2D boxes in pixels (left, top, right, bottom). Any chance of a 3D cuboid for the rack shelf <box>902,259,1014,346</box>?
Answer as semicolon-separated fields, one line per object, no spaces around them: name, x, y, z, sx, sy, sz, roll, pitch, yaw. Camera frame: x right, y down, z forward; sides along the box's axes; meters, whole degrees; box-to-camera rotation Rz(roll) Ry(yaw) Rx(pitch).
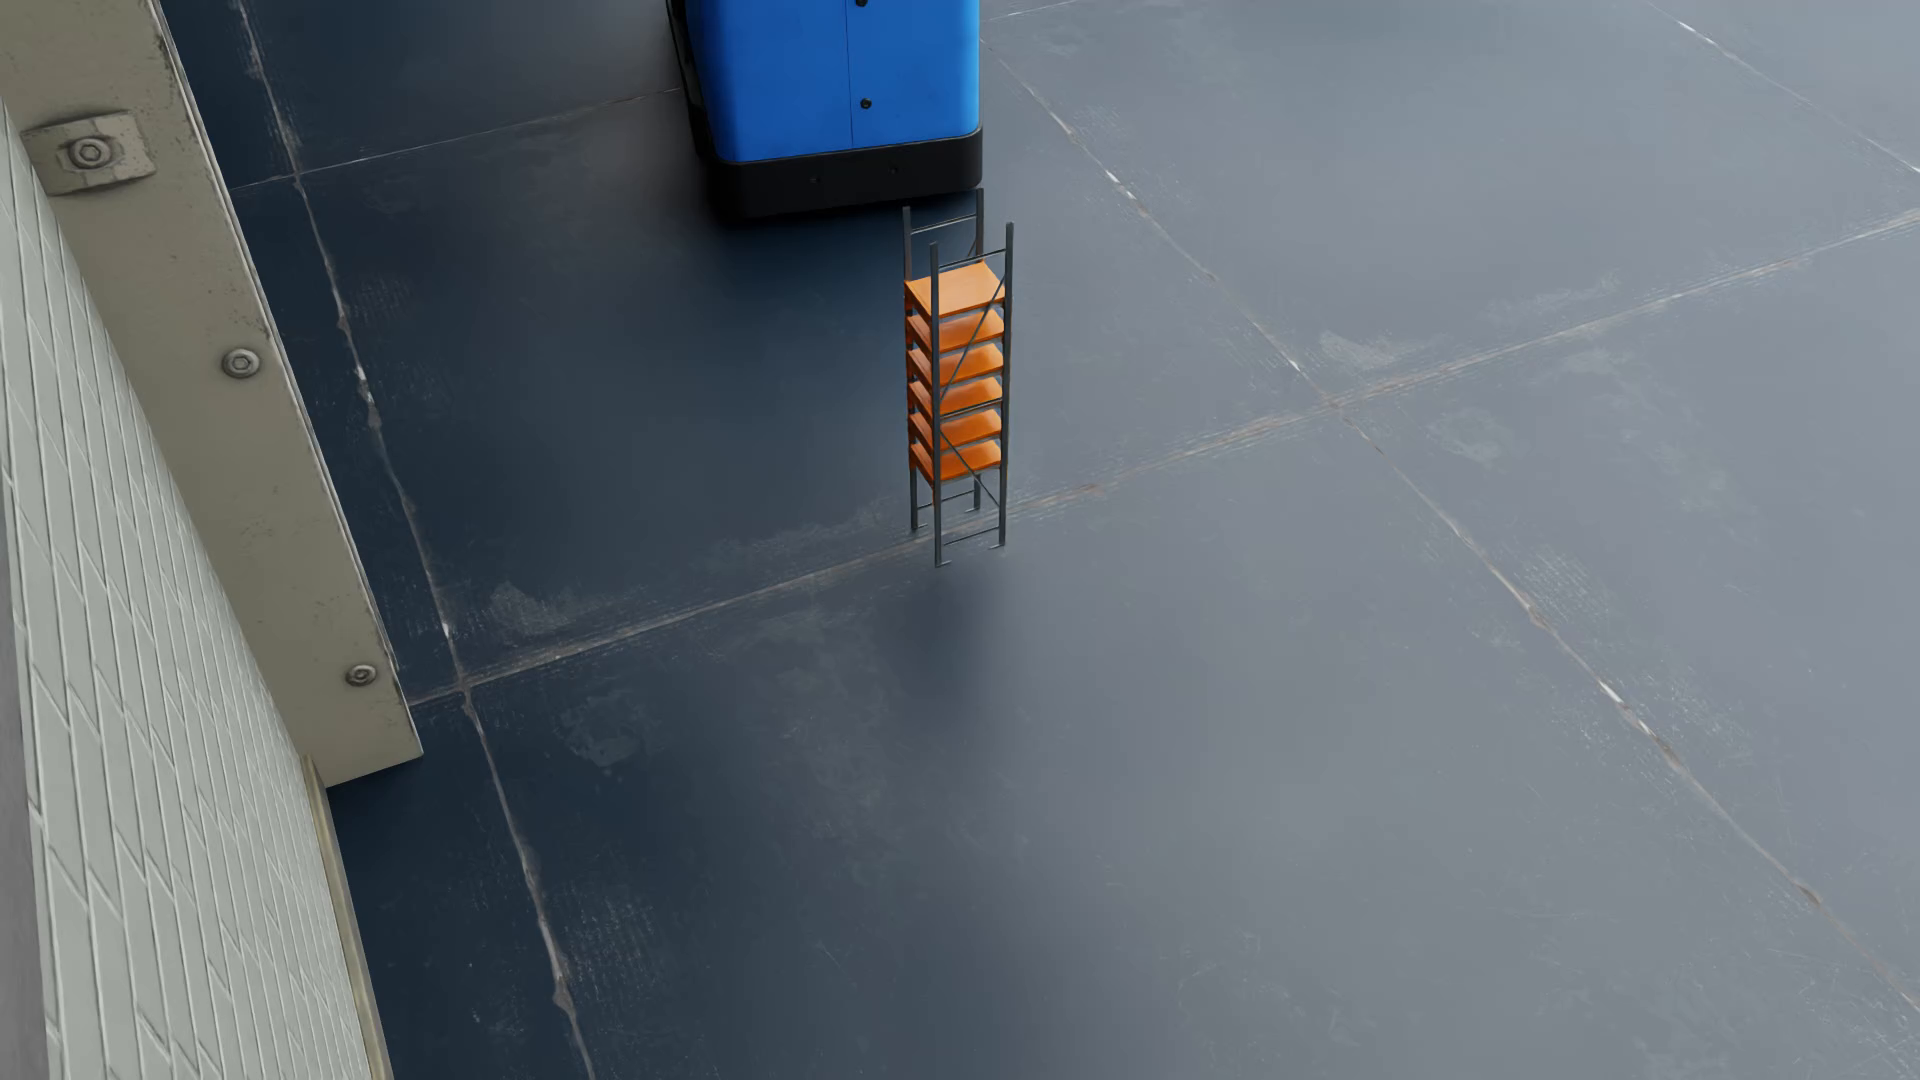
rack shelf;-0.006;-0.661;4.616;0.258;0.103;0.180;-18;47;-17

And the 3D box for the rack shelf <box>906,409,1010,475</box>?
rack shelf;-0.006;-0.319;4.953;0.258;0.103;0.180;-18;47;-17

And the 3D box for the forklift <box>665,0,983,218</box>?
forklift;-0.738;-3.334;6.542;1.130;2.935;3.031;-9;45;-9

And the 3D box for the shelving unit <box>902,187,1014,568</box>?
shelving unit;-0.006;-0.436;4.838;0.258;1.200;0.189;-18;47;-17

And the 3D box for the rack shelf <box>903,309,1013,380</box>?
rack shelf;-0.006;-0.576;4.701;0.258;0.103;0.180;-18;47;-17

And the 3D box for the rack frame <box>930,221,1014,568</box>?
rack frame;0.032;-0.378;4.779;0.240;1.200;0.006;-18;47;-17

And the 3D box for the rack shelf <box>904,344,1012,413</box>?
rack shelf;-0.006;-0.490;4.785;0.258;0.103;0.180;-18;47;-17

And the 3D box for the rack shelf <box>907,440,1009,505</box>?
rack shelf;-0.006;-0.234;5.038;0.258;0.103;0.180;-18;47;-17

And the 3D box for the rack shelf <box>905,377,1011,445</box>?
rack shelf;-0.006;-0.405;4.869;0.258;0.103;0.180;-18;47;-17

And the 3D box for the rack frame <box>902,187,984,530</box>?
rack frame;-0.045;-0.495;4.897;0.240;1.200;0.006;-18;47;-17

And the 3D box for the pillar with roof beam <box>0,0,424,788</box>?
pillar with roof beam;2.187;-3.955;2.851;9.100;9.000;0.400;-18;47;-17
